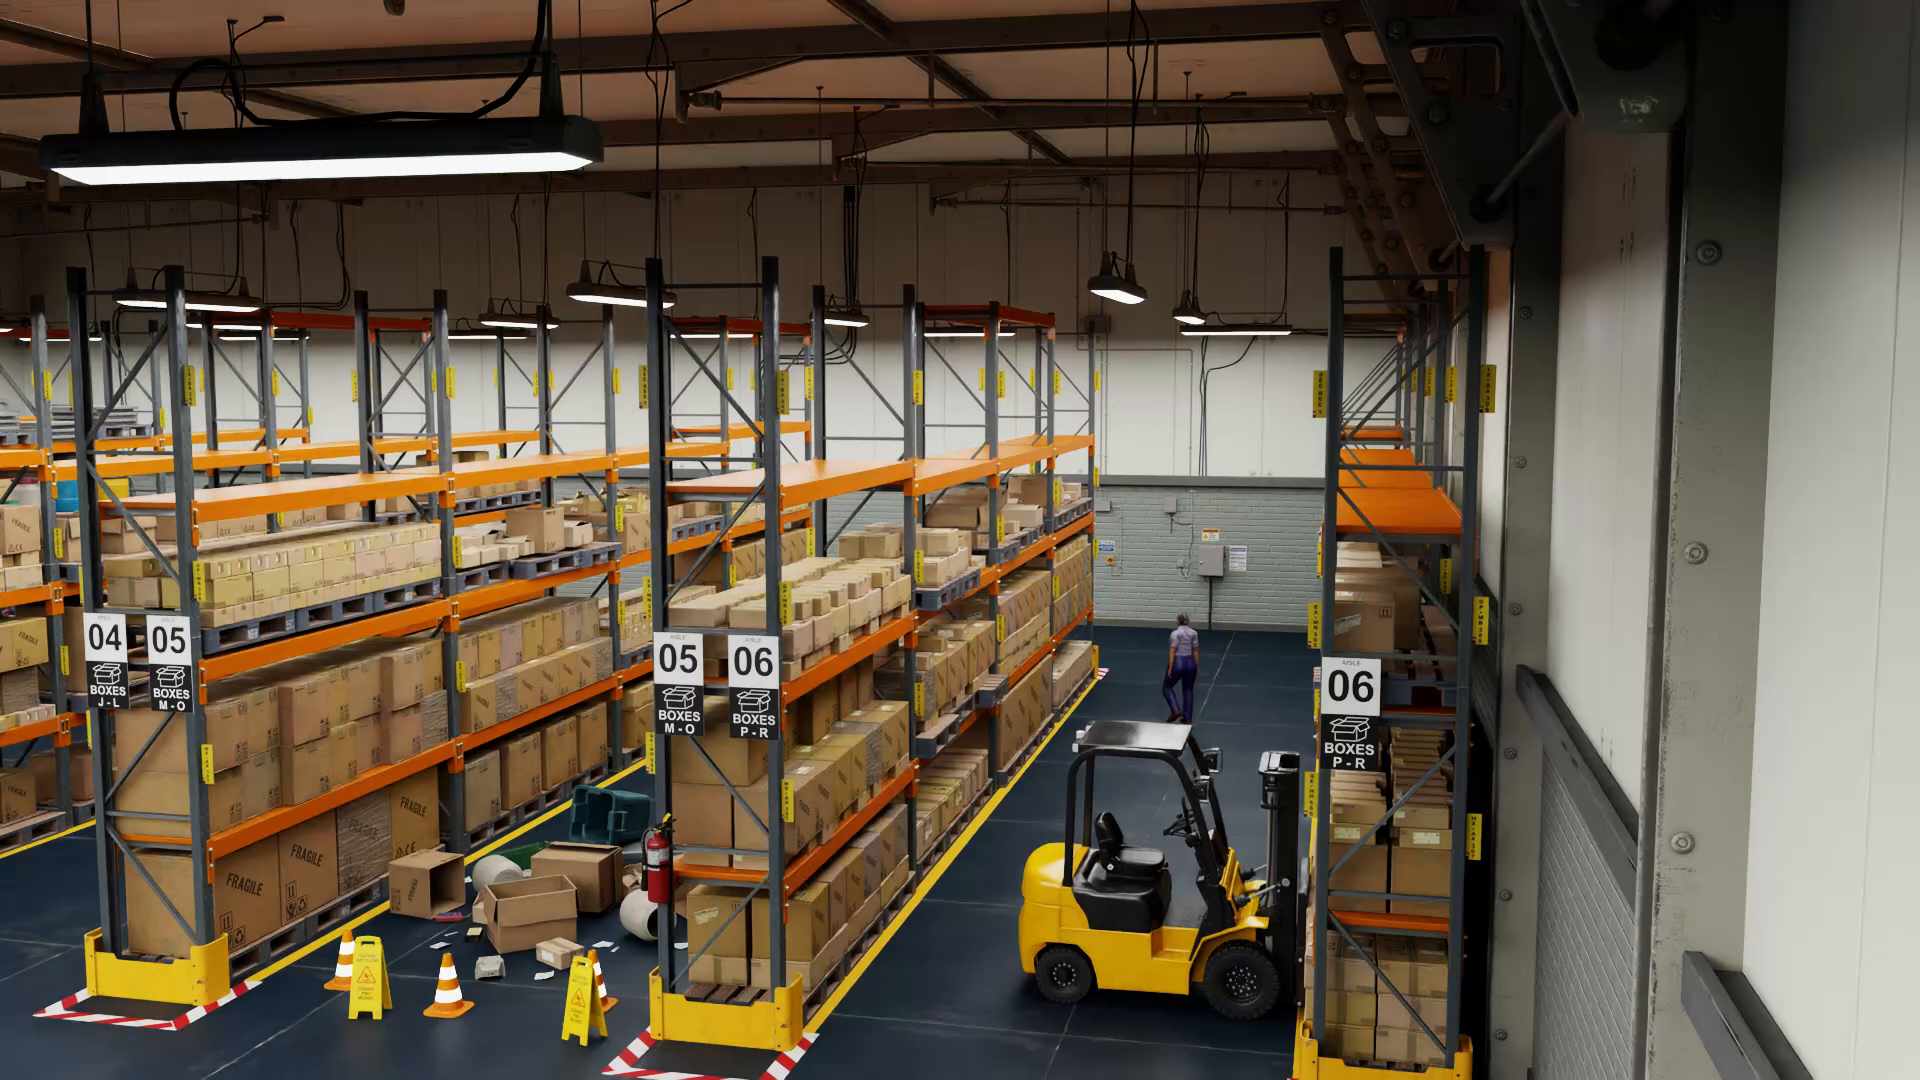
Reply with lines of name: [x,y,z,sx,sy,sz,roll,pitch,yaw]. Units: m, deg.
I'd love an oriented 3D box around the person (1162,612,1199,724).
person: [3.264,1.880,24.418,0.536,1.648,0.453,-2,6,-22]
